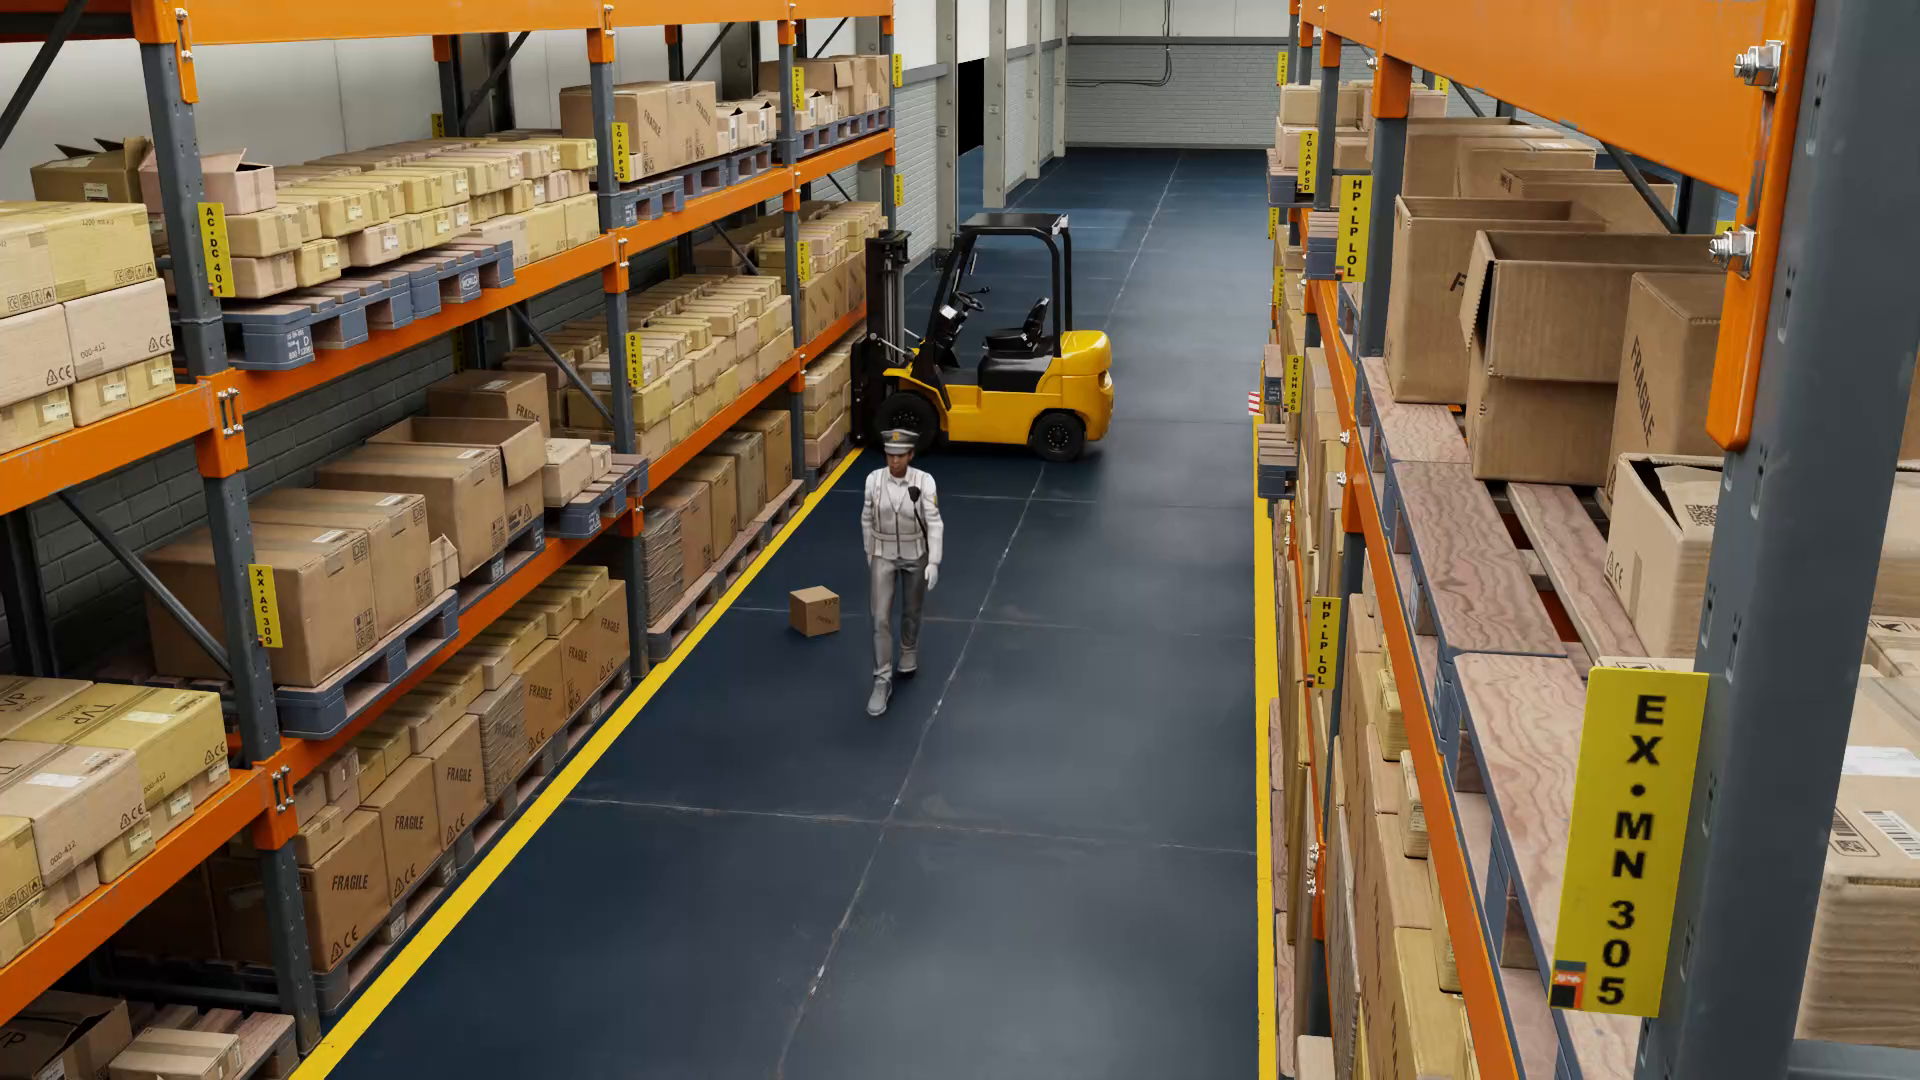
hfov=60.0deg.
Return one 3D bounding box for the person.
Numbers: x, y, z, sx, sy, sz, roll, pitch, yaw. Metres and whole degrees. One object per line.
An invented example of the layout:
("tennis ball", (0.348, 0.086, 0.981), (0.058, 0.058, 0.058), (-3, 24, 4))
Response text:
("person", (-0.354, 0.133, 10.119), (0.512, 1.675, 0.851), (0, 18, 1))
